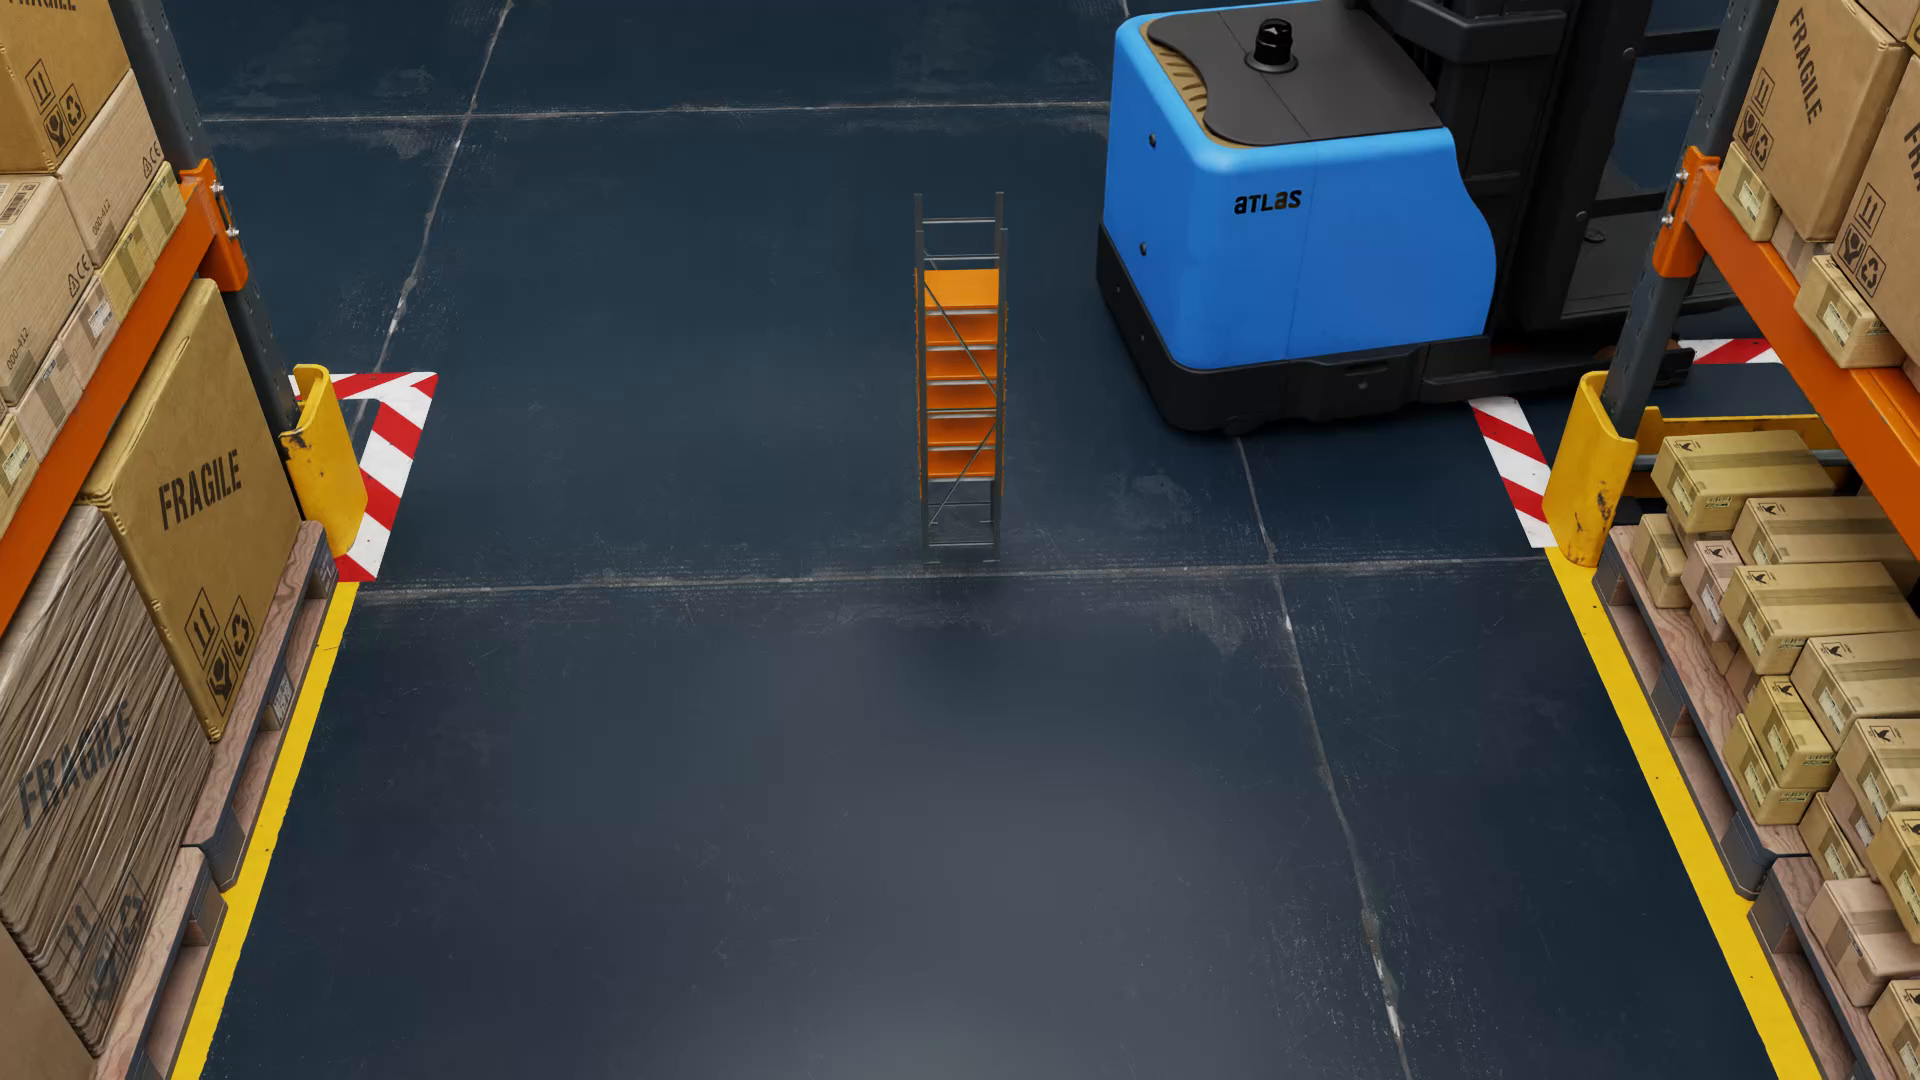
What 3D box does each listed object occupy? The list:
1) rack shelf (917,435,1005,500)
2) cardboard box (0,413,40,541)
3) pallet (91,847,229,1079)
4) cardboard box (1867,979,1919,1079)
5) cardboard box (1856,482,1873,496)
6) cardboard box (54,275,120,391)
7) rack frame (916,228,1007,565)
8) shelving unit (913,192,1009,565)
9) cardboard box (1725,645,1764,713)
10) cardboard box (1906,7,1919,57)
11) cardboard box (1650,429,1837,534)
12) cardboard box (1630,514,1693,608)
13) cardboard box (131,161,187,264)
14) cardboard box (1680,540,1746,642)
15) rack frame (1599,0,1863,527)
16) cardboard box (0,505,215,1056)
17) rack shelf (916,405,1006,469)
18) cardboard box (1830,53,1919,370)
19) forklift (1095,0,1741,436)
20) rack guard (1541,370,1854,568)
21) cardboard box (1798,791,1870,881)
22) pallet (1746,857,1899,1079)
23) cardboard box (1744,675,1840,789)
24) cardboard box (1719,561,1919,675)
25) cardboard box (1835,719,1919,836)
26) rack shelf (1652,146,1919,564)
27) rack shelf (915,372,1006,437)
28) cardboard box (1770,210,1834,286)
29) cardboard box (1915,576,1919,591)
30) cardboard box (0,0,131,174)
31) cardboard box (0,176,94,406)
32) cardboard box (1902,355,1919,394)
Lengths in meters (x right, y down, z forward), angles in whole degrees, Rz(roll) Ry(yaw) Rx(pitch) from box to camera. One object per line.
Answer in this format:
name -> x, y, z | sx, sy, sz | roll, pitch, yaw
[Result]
rack shelf -> 0.001, -0.223, 5.026 | 0.258, 0.103, 0.180 | -2, 43, -2
cardboard box -> -2.109, -0.115, 3.342 | 0.380, 0.149, 0.250 | -3, 43, -3
pallet -> -2.337, 1.259, 3.721 | 1.003, 0.211, 1.213 | -2, 43, -2
cardboard box -> 2.243, 1.100, 3.629 | 0.380, 0.149, 0.250 | -2, 43, -2
cardboard box -> 2.769, -0.068, 4.683 | 0.380, 0.149, 0.250 | -3, 43, -3
cardboard box -> -2.131, -0.459, 3.717 | 0.380, 0.149, 0.250 | -2, 43, -2
rack frame -> 0.005, -0.371, 4.767 | 0.240, 1.200, 0.006 | -2, 43, -2
shelving unit -> 0.001, -0.433, 4.834 | 0.258, 1.200, 0.189 | -2, 43, -2
cardboard box -> 2.275, 0.398, 4.395 | 0.380, 0.149, 0.250 | -1, 43, -1
cardboard box -> 2.244, -1.066, 3.160 | 0.500, 0.500, 0.500 | -1, 43, -1
cardboard box -> 2.145, -0.162, 4.566 | 0.380, 0.149, 0.250 | -3, 43, -4
cardboard box -> 2.164, 0.056, 4.768 | 0.380, 0.149, 0.250 | -1, 43, -1
cardboard box -> -2.154, -0.805, 4.094 | 0.380, 0.149, 0.250 | -1, 43, -1
cardboard box -> 2.183, 0.131, 4.466 | 0.380, 0.149, 0.250 | -2, 43, -2
rack frame -> 2.462, -1.203, 4.342 | 1.000, 3.000, 0.127 | -2, 43, -2
cardboard box -> -2.352, 0.544, 3.698 | 0.875, 0.875, 0.875 | -2, 43, -2
rack shelf -> 0.001, -0.311, 4.945 | 0.258, 0.103, 0.180 | -2, 43, -2
cardboard box -> 2.253, -0.677, 3.475 | 0.500, 0.500, 0.500 | -2, 43, -2
forklift -> 2.078, -1.935, 5.192 | 3.031, 2.935, 1.130 | -8, 43, -9
rack guard -> 2.465, -0.230, 5.131 | 1.175, 0.500, 0.348 | -2, 43, -2
cardboard box -> 2.282, 0.743, 4.018 | 0.380, 0.149, 0.250 | -2, 43, -2
pallet -> 2.513, 1.248, 3.733 | 1.003, 0.211, 1.213 | -2, 43, -2
cardboard box -> 2.184, 0.470, 4.096 | 0.380, 0.149, 0.250 | 0, 43, 0
cardboard box -> 2.159, 0.194, 4.177 | 0.380, 0.149, 0.250 | -2, 43, -2
cardboard box -> 2.255, 0.547, 3.792 | 0.380, 0.149, 0.250 | 0, 43, 0
rack shelf -> 2.547, 0.413, 3.112 | 1.077, 0.370, 4.000 | -2, 43, -2
rack shelf -> 0.001, -0.400, 4.864 | 0.258, 0.103, 0.180 | -2, 43, -2
cardboard box -> 2.200, -0.711, 3.992 | 0.380, 0.149, 0.250 | 0, 43, 0
cardboard box -> 2.691, -0.004, 4.394 | 0.380, 0.149, 0.250 | -1, 43, -1
cardboard box -> -2.215, -1.138, 3.607 | 0.500, 0.500, 0.500 | -1, 43, -1
cardboard box -> -2.191, -0.521, 3.489 | 0.500, 0.250, 0.500 | -2, 43, -3
cardboard box -> 2.306, -0.357, 3.605 | 0.380, 0.149, 0.250 | 0, 43, 0
